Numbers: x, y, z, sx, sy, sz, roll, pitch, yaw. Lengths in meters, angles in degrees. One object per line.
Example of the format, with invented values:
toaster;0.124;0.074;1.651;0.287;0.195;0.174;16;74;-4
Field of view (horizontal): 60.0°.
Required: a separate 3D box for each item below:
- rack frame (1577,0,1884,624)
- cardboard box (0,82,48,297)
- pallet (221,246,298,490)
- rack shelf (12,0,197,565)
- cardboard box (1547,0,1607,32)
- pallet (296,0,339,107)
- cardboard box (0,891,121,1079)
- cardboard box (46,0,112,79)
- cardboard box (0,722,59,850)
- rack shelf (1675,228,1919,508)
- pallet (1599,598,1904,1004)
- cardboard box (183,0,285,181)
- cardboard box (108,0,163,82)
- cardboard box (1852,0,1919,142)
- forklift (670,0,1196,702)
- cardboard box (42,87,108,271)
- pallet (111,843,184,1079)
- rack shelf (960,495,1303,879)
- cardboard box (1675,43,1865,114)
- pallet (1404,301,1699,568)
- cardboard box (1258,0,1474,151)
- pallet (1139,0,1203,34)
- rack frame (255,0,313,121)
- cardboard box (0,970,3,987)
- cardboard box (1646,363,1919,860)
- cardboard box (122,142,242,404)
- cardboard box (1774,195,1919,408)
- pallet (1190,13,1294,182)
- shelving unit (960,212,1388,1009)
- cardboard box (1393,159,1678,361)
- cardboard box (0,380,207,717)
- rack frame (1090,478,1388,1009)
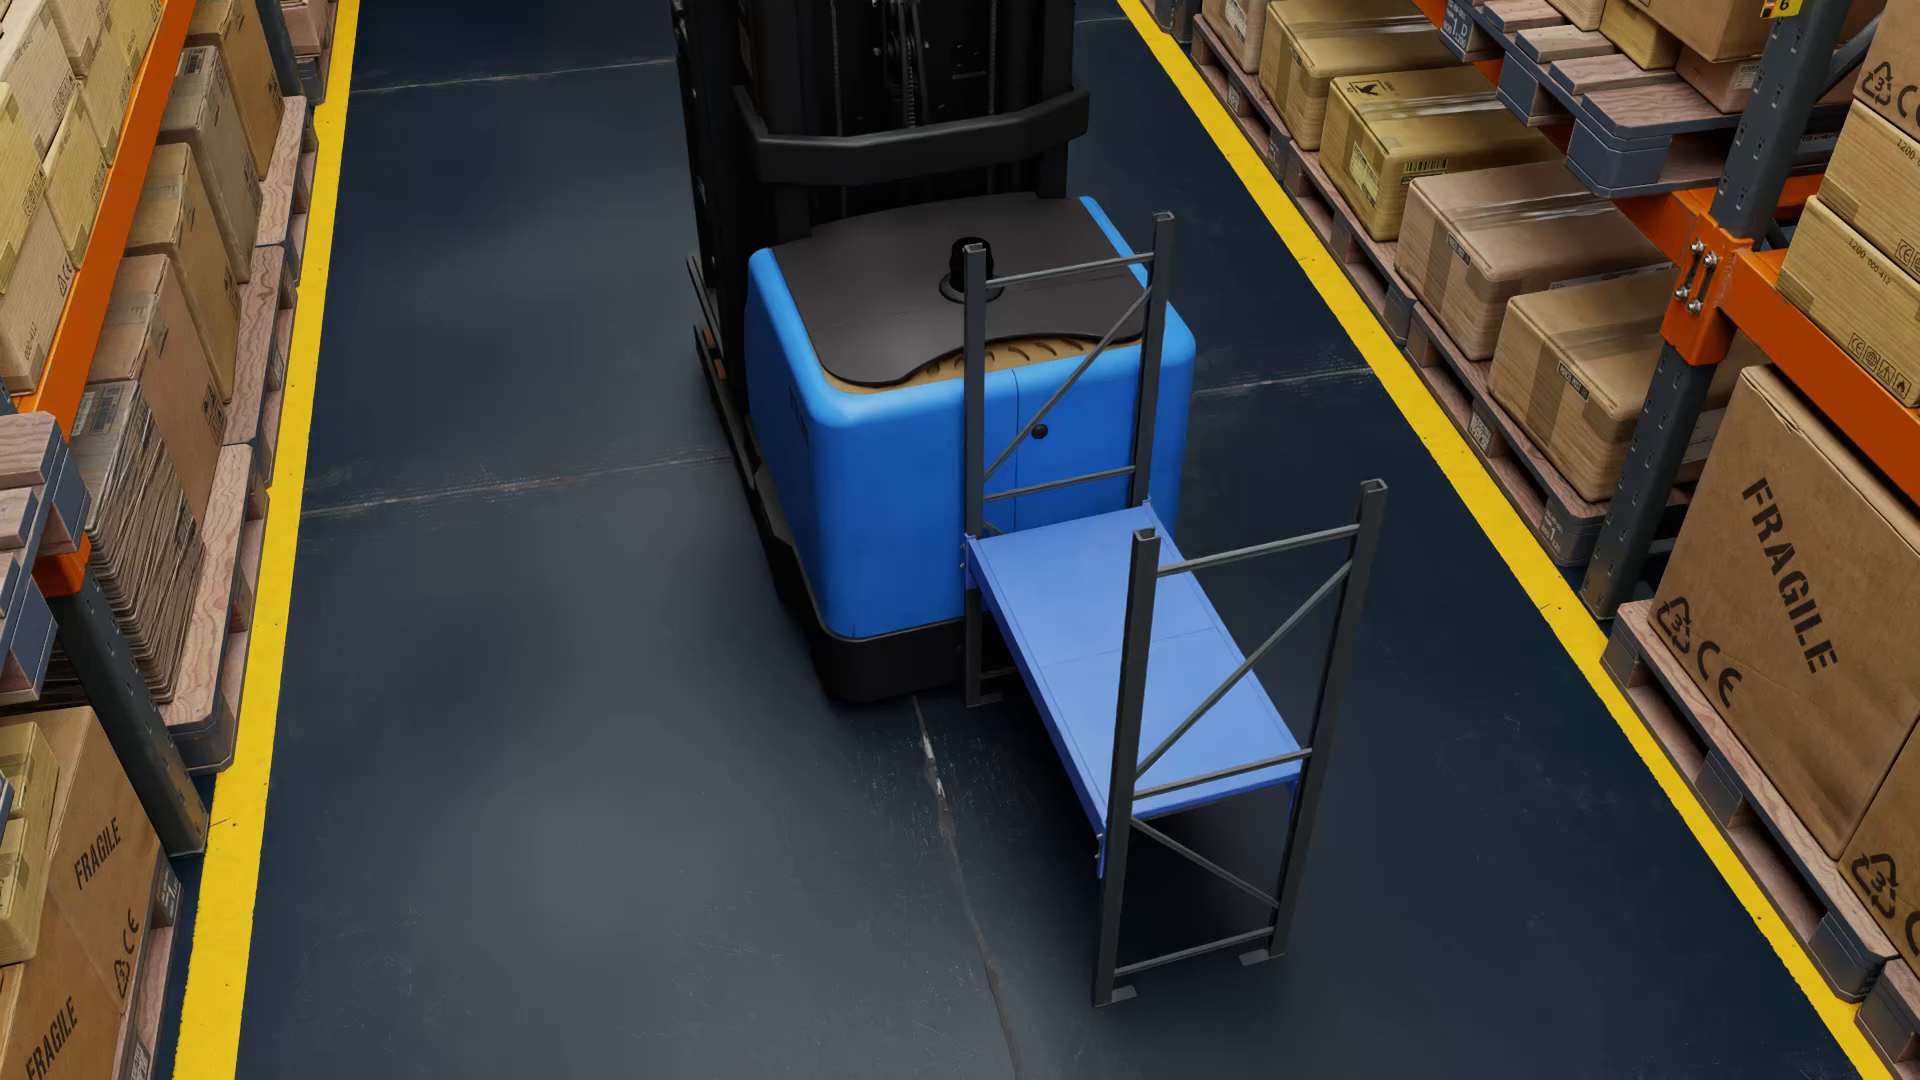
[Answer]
rack frame;2.380;-0.985;4.100;1.000;3.000;0.127;-8;42;-9
cardboard box;-2.299;-0.728;3.547;0.500;0.250;0.500;-8;42;-9
pallet;-2.865;-0.557;5.718;1.003;0.211;1.213;-8;42;-9
rack shelf;-2.898;-1.298;4.995;1.077;0.370;4.000;-8;42;-9
cardboard box;1.853;-1.547;4.606;0.380;0.149;0.250;-9;42;-10
pallet;-3.460;-2.342;7.730;1.003;0.211;1.213;-8;42;-9
cardboard box;-2.067;1.076;3.345;0.500;0.500;0.500;-9;42;-10
cardboard box;-2.525;-1.391;4.294;0.500;0.250;0.500;-9;42;-10
cardboard box;-2.112;0.548;3.451;0.380;0.149;0.250;-10;43;-11
rack shelf;2.812;0.581;2.878;1.077;0.370;4.000;-8;42;-9
pallet;2.477;0.580;4.437;1.003;0.211;1.213;-8;42;-9
cardboard box;-3.206;-1.796;6.486;0.875;0.625;0.625;-7;42;-7
cardboard box;-2.655;-1.534;4.831;0.500;0.250;0.500;-7;42;-8
cardboard box;2.248;-1.041;3.335;0.500;0.500;0.500;-10;43;-11
forklift;-0.304;-1.635;4.884;1.130;2.935;3.031;-12;43;-13
cardboard box;-2.427;-0.864;4.077;0.500;0.250;0.500;-9;42;-10
pallet;-2.342;1.261;3.670;1.003;0.211;1.213;-8;42;-9
rack shelf;0.404;0.316;4.035;0.538;0.185;1.000;-12;43;-13
cardboard box;2.079;-1.226;4.245;0.380;0.149;0.250;-7;42;-8
pallet;2.213;-0.448;5.596;1.003;0.211;1.213;-8;42;-9
cardboard box;1.791;-1.947;6.846;0.950;0.372;0.625;-6;42;-7
pallet;1.337;-2.965;8.431;1.003;0.211;1.213;-8;42;-9
rack frame;-3.329;-2.864;6.217;1.000;3.000;0.127;-8;42;-9
cardboard box;-2.009;0.898;3.057;0.380;0.149;0.250;-10;43;-11
cardboard box;2.448;0.113;4.148;0.875;0.875;0.875;-9;42;-10
cardboard box;-2.881;-0.805;5.370;0.875;0.625;0.625;-10;43;-11
cardboard box;2.240;-0.575;3.751;0.500;0.250;0.500;-9;42;-10
pallet;1.686;-2.030;7.378;1.003;0.211;1.213;-8;42;-9
shelving unit;0.404;0.182;3.916;0.538;1.500;1.048;-12;43;-13
cardboard box;2.101;-1.004;5.784;0.950;0.372;0.625;-9;42;-10
cardboard box;-2.587;0.054;4.402;0.875;0.625;0.625;-7;42;-8
rack frame;0.556;0.504;3.553;0.500;1.500;0.032;-12;43;-13
